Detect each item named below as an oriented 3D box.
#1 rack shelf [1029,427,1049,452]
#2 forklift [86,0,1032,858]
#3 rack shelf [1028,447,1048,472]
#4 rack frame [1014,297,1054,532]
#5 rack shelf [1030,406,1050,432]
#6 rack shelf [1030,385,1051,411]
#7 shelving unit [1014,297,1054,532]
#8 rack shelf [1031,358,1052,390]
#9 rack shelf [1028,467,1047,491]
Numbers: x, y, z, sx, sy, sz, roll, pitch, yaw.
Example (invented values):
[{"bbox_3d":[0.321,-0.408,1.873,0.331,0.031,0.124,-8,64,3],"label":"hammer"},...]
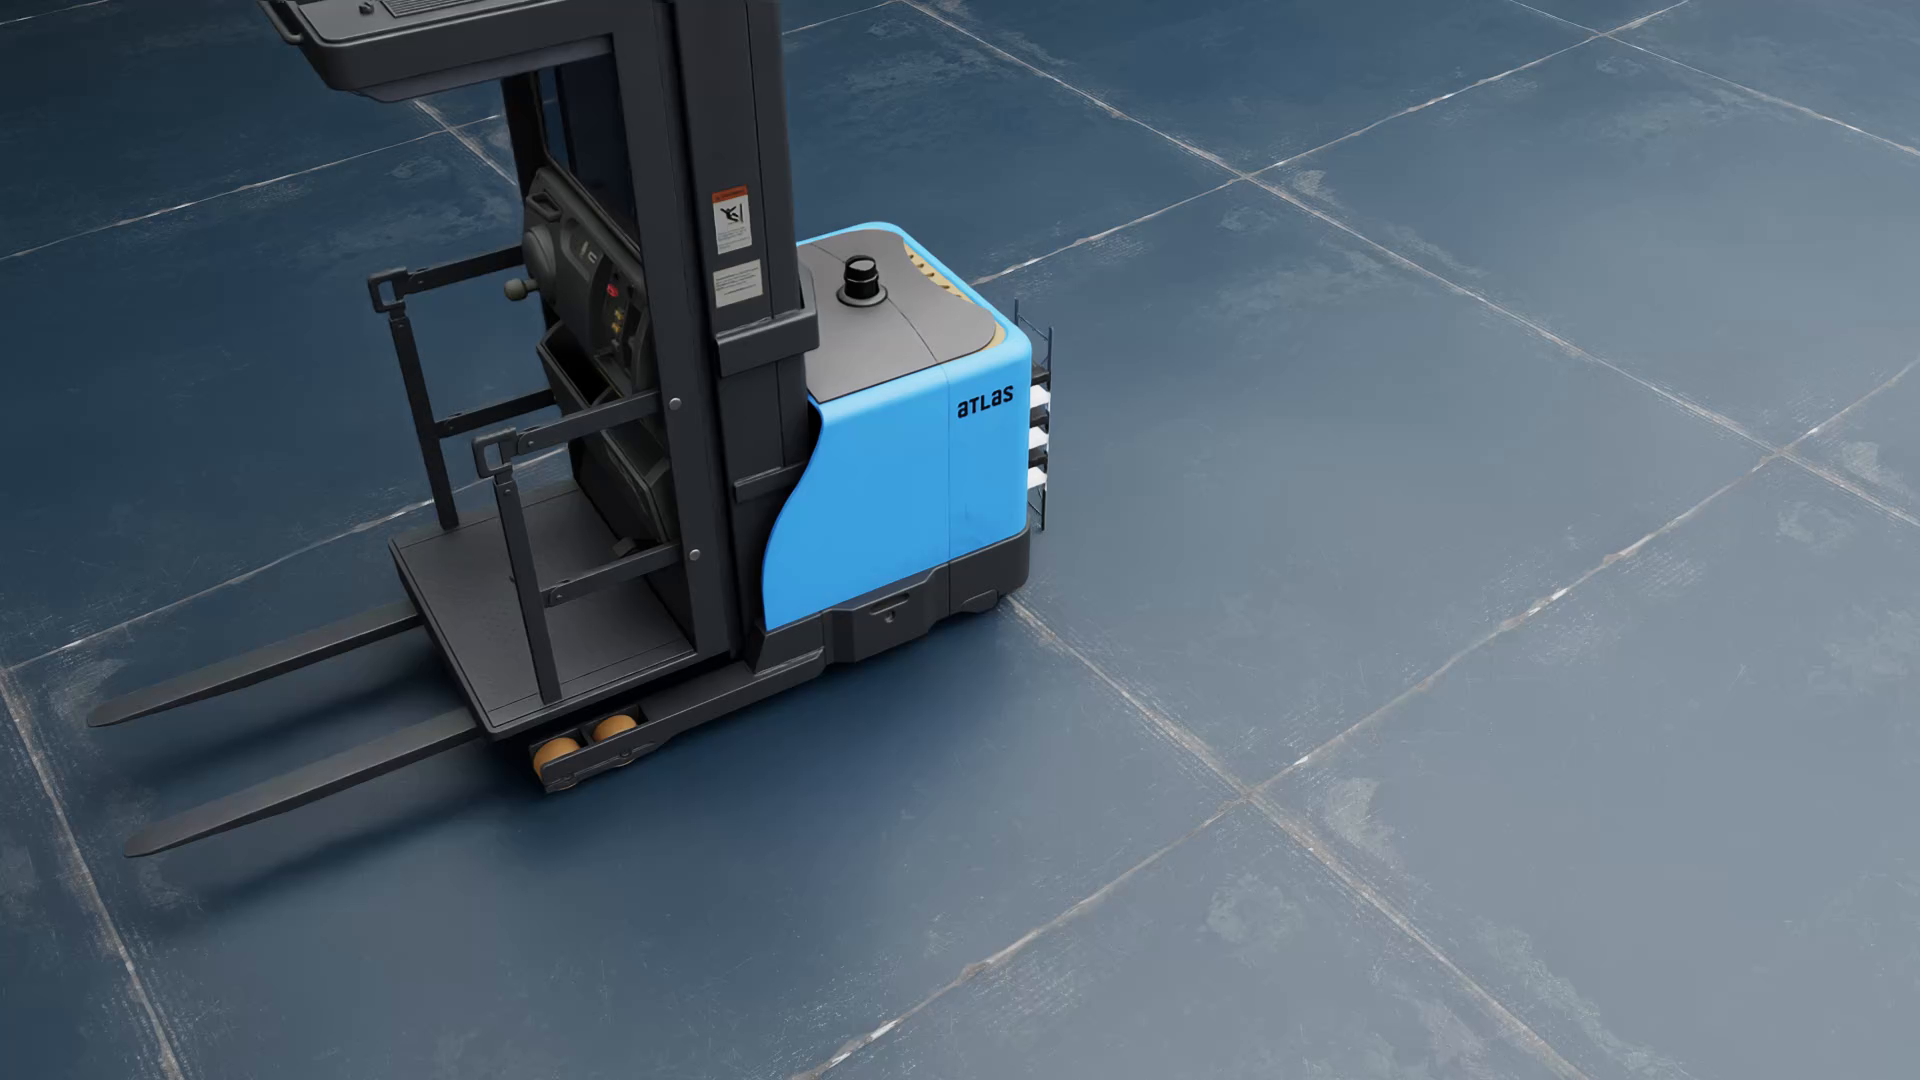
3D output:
[{"bbox_3d":[0.170,-0.385,6.063,0.200,0.077,0.258,-21,44,-24],"label":"rack shelf"},{"bbox_3d":[-1.280,-0.724,4.822,3.031,2.935,1.130,-21,44,-24],"label":"forklift"},{"bbox_3d":[0.170,-0.316,6.120,0.200,0.077,0.258,-21,44,-24],"label":"rack shelf"},{"bbox_3d":[0.257,-0.444,6.082,0.006,0.900,0.240,-21,44,-24],"label":"rack frame"},{"bbox_3d":[0.170,-0.455,6.006,0.200,0.077,0.258,-21,44,-24],"label":"rack shelf"},{"bbox_3d":[0.170,-0.524,5.949,0.200,0.077,0.258,-21,44,-24],"label":"rack shelf"},{"bbox_3d":[0.170,-0.411,6.042,0.210,0.900,0.258,-21,44,-24],"label":"shelving unit"},{"bbox_3d":[0.170,-0.594,5.891,0.200,0.077,0.258,-21,44,-24],"label":"rack shelf"},{"bbox_3d":[0.170,-0.246,6.177,0.200,0.077,0.258,-21,44,-24],"label":"rack shelf"}]
